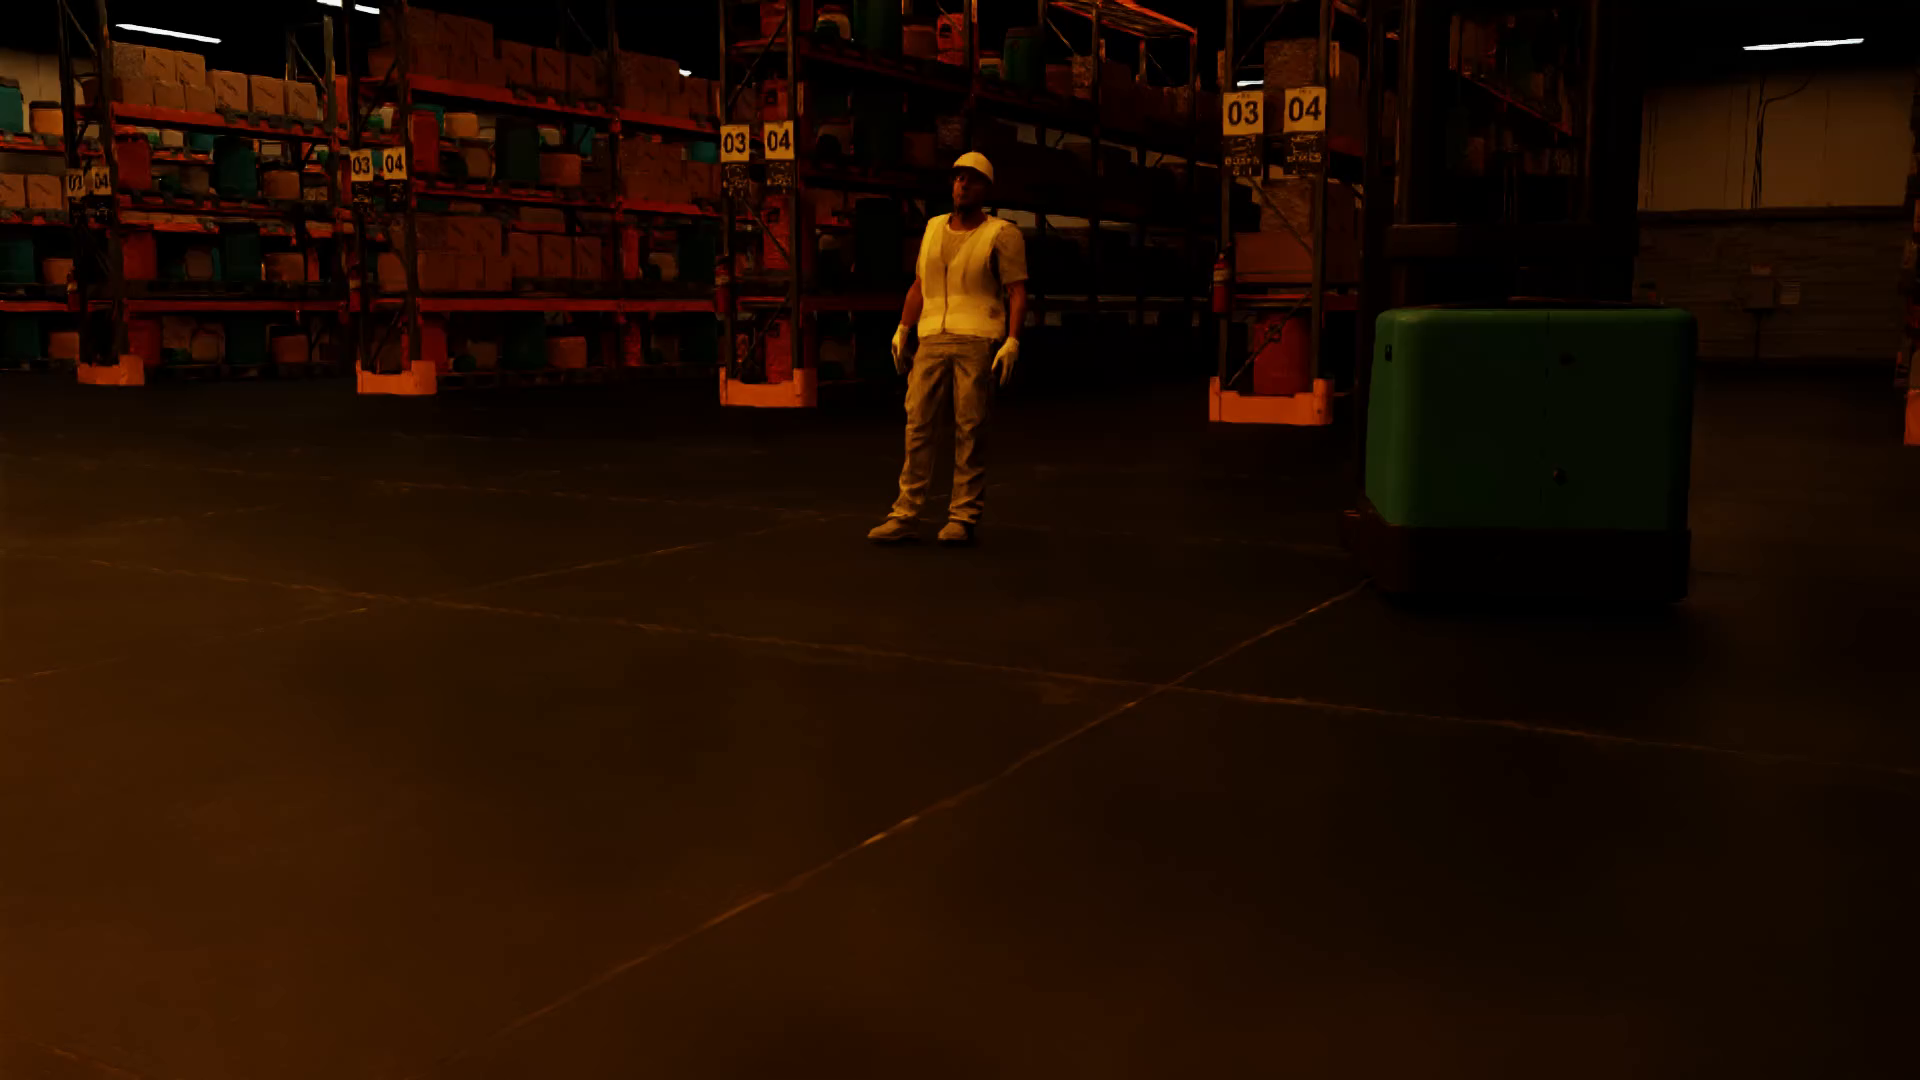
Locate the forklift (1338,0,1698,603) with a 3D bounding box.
[{"bbox_3d":[2.262,-1.386,7.138,1.130,2.935,3.031,1,8,9],"label":"forklift"}]

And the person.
[{"bbox_3d":[-0.042,-0.882,7.632,0.655,1.782,0.576,4,9,29],"label":"person"}]
